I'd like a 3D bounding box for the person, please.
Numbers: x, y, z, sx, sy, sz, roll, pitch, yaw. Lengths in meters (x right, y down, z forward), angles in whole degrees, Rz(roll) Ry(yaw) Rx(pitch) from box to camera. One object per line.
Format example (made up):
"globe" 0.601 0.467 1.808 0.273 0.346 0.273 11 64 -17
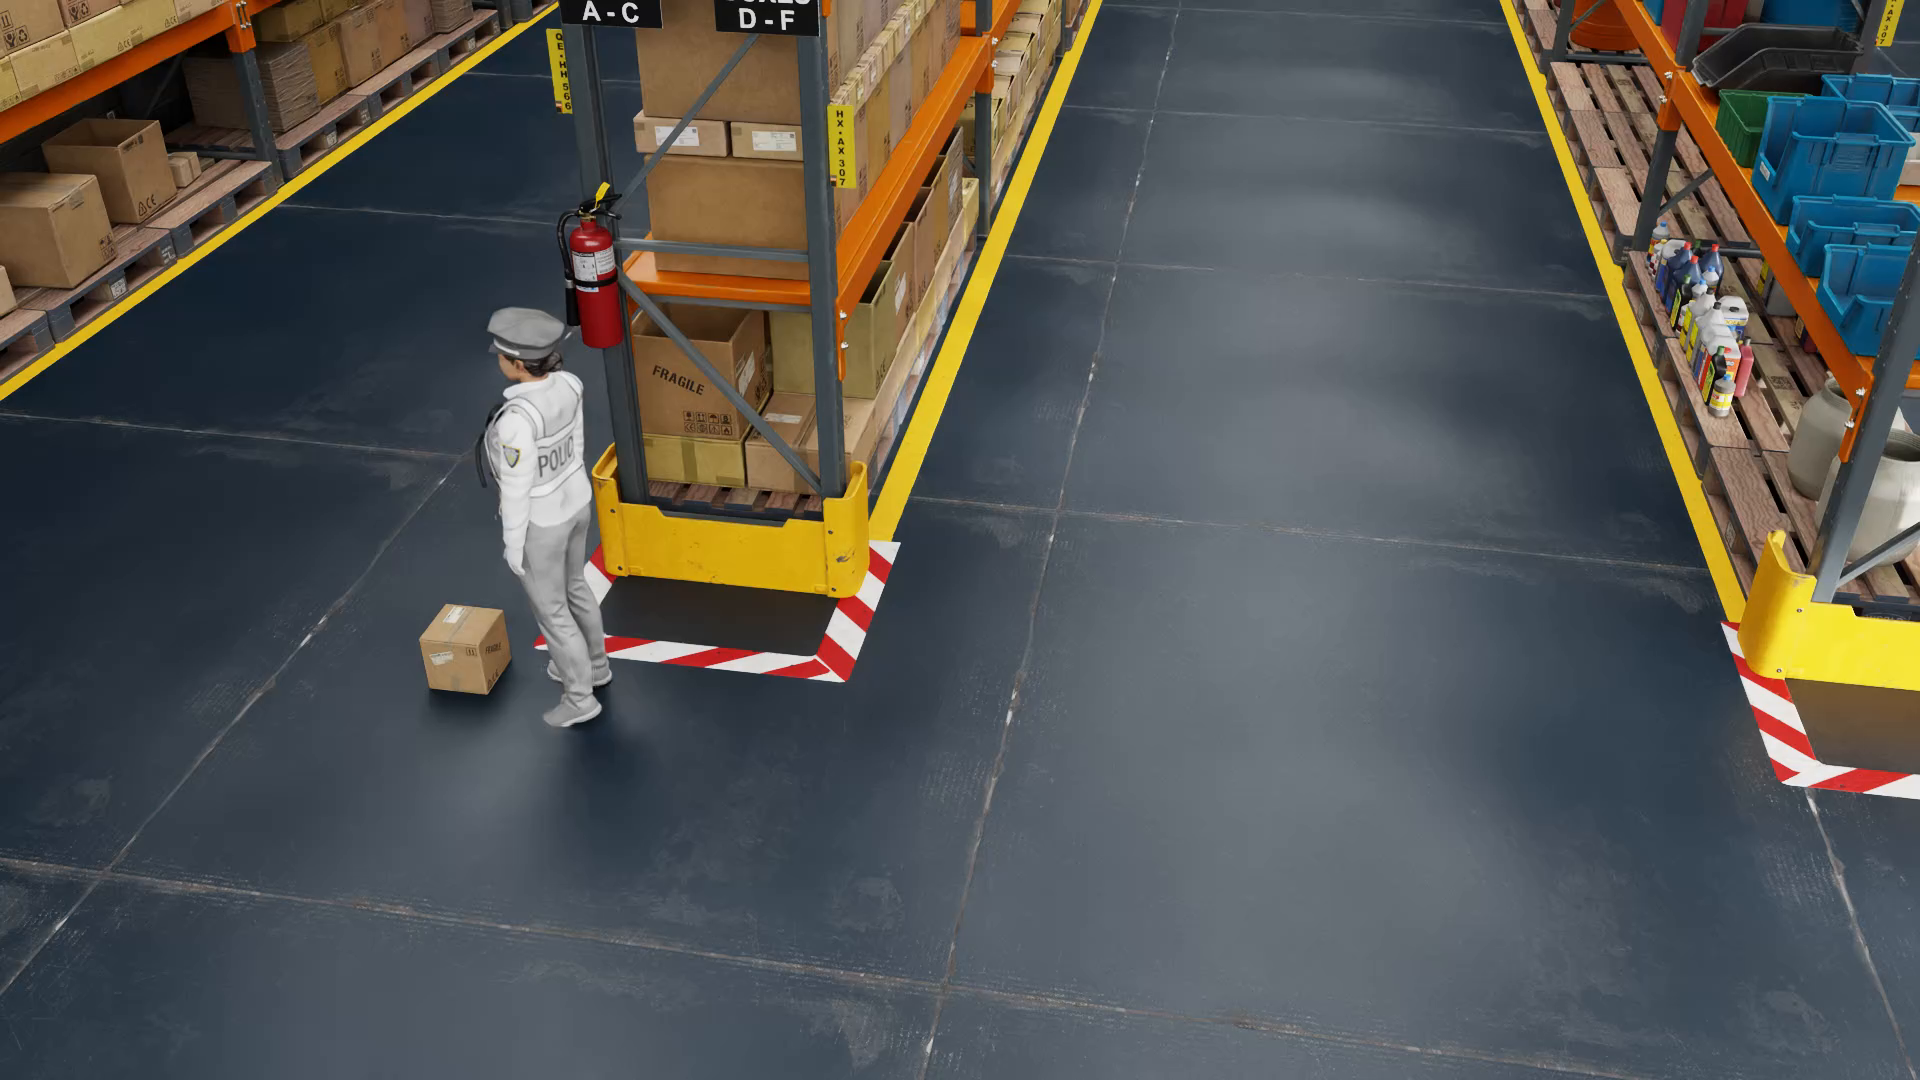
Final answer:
"person" -1.555 -0.056 6.259 0.367 1.733 0.475 10 34 16
